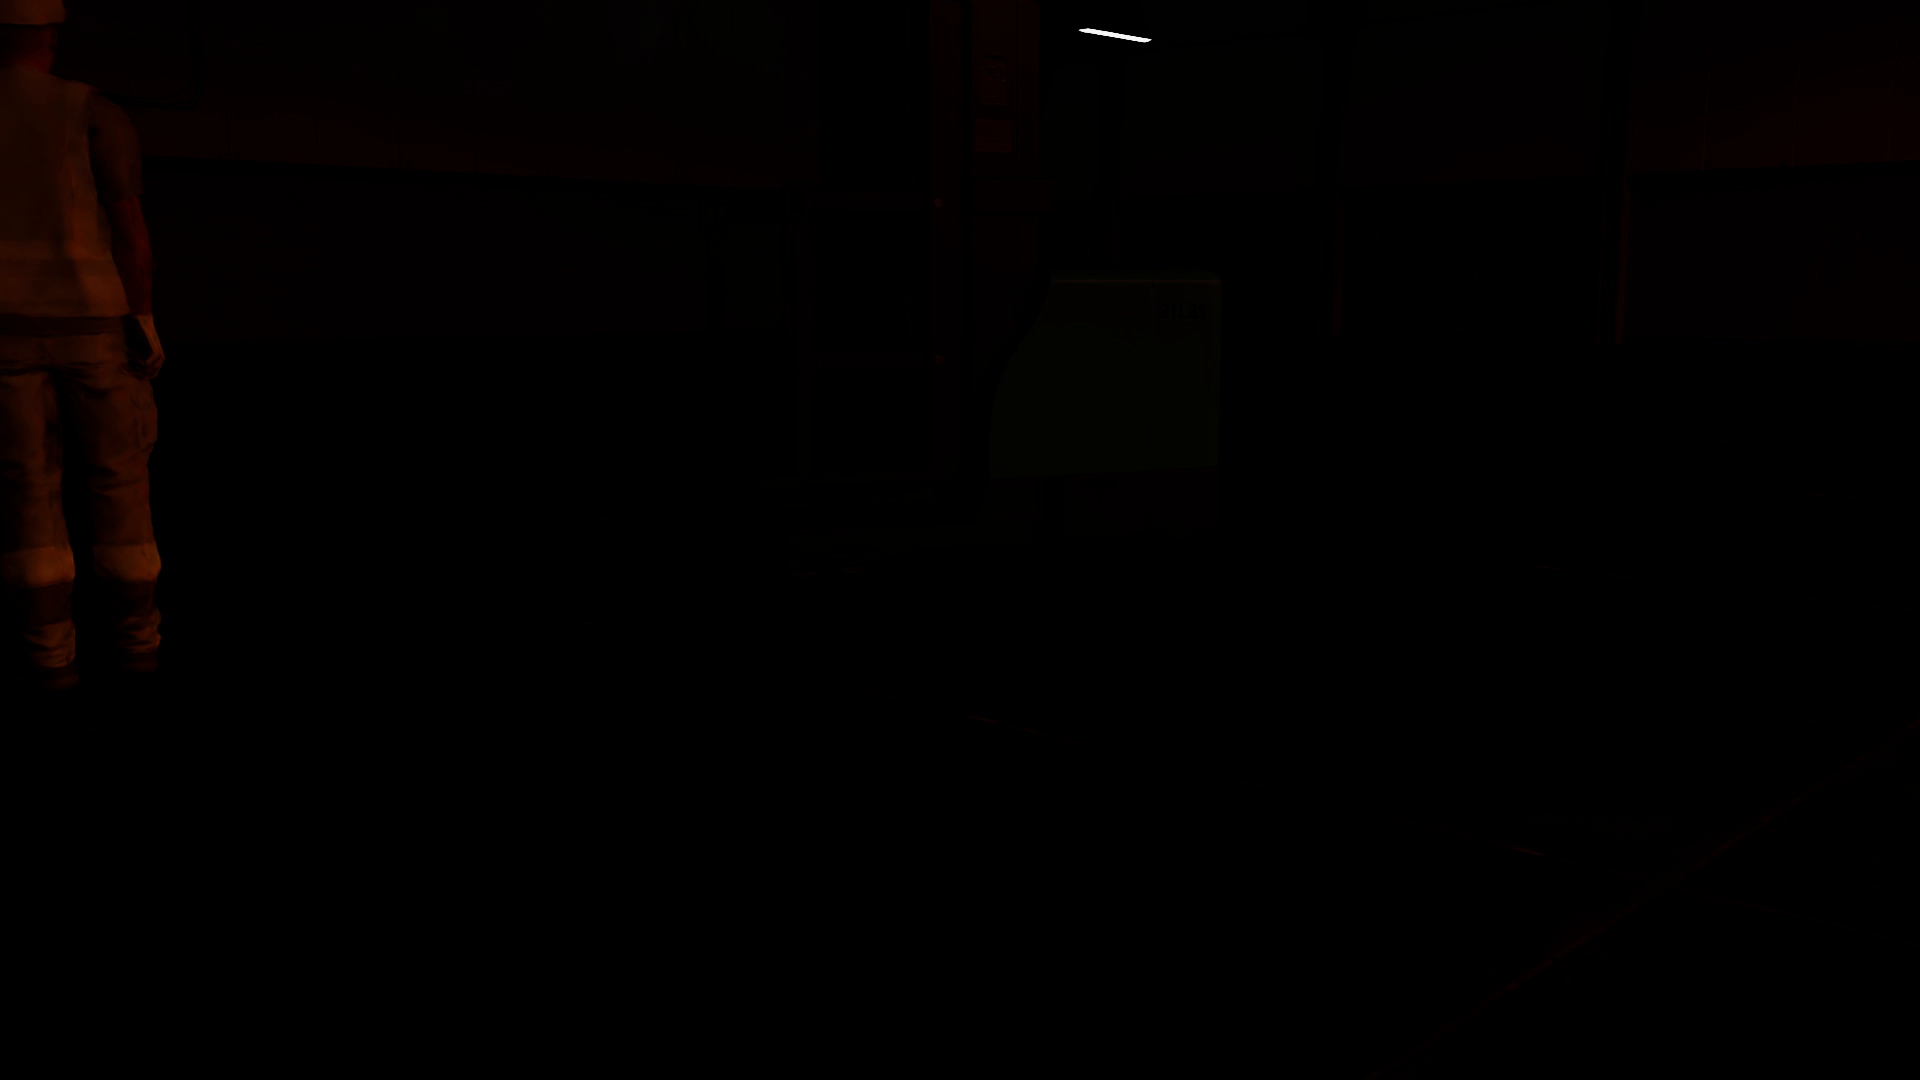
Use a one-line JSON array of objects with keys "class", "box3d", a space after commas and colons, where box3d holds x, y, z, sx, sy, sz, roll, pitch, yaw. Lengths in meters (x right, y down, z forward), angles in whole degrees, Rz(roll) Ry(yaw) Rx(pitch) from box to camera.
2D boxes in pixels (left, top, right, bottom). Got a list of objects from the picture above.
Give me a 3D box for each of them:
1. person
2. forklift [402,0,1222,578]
[{"class": "person", "box3d": [-2.318, -0.530, 4.244, 0.537, 1.794, 0.459, -3, 9, -18]}, {"class": "forklift", "box3d": [-0.521, -1.406, 6.213, 3.031, 2.935, 1.130, -4, 9, -25]}]
